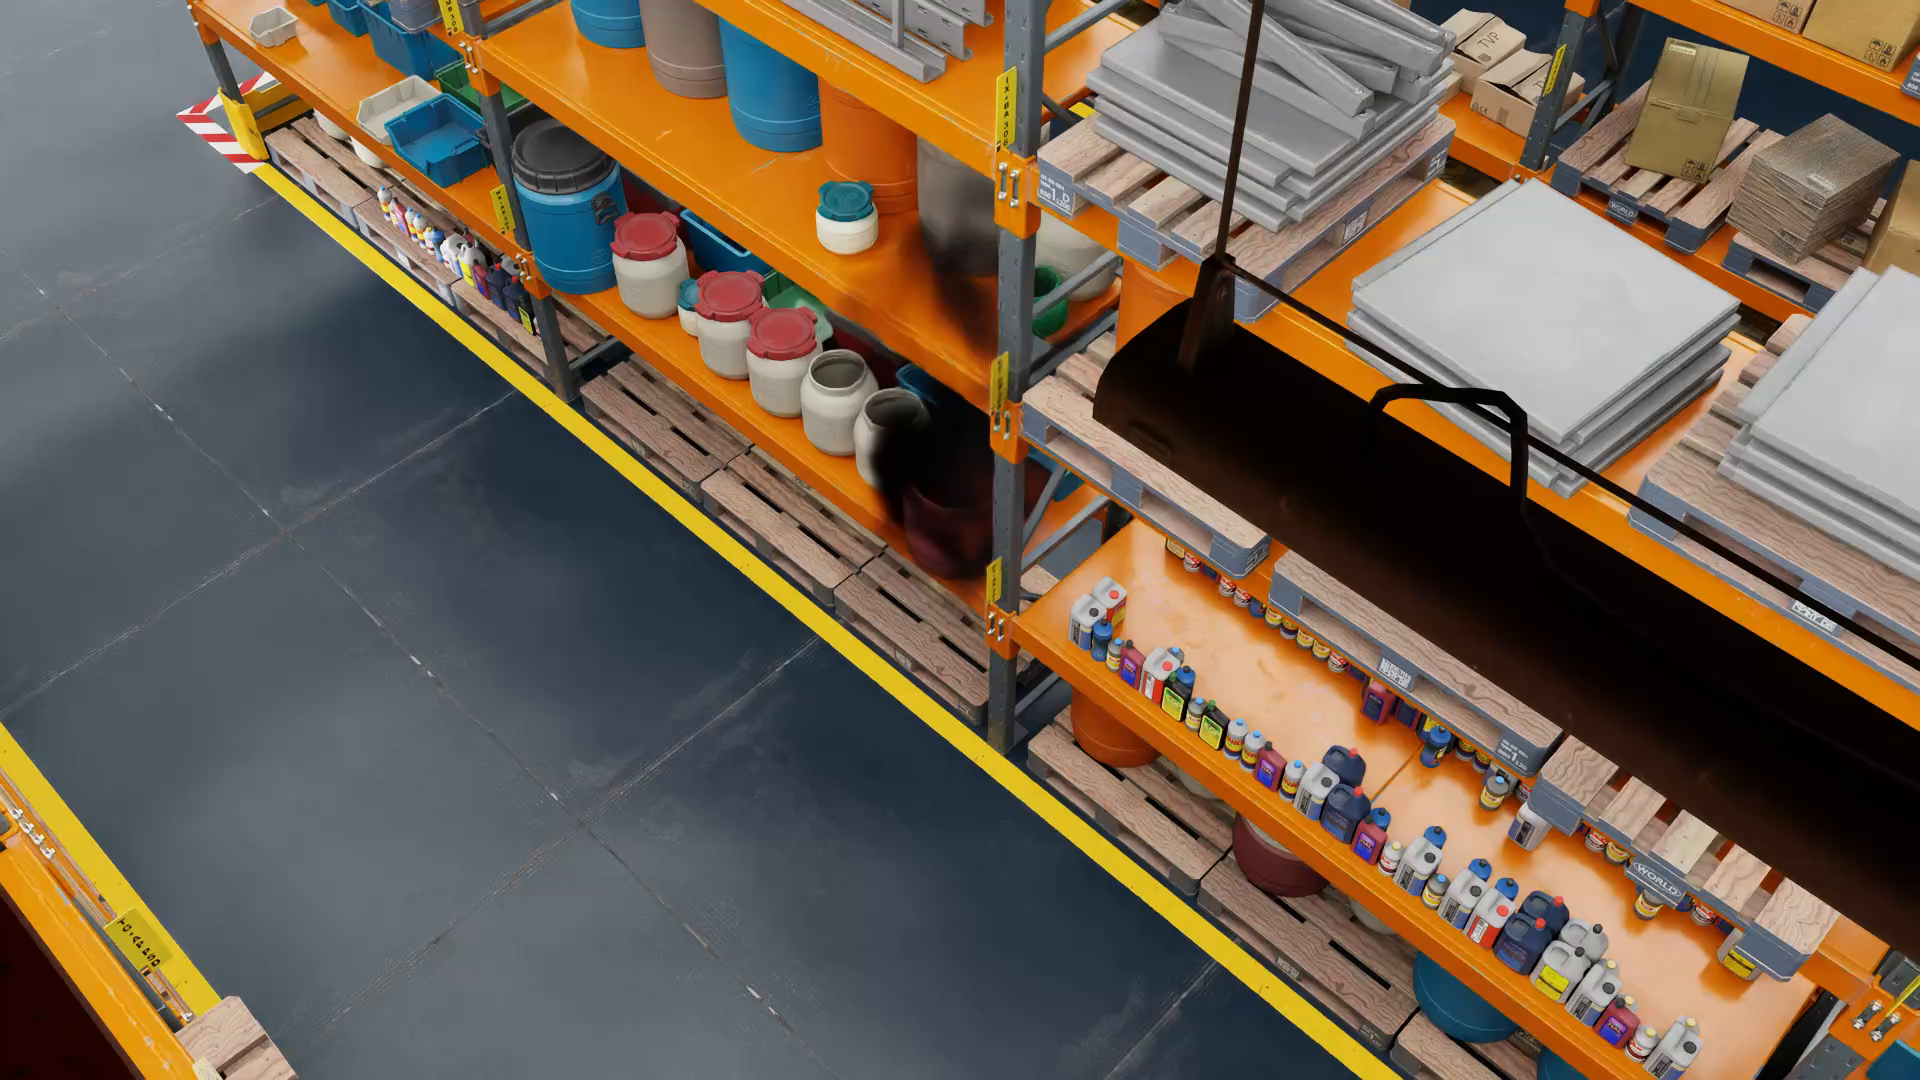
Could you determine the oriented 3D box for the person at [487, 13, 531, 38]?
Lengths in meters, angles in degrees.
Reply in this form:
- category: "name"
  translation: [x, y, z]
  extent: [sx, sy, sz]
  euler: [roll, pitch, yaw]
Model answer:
- category: "person"
  translation: [-3.506, -4.196, 12.771]
  extent: [0.915, 1.676, 0.583]
  euler: [21, 53, 17]
